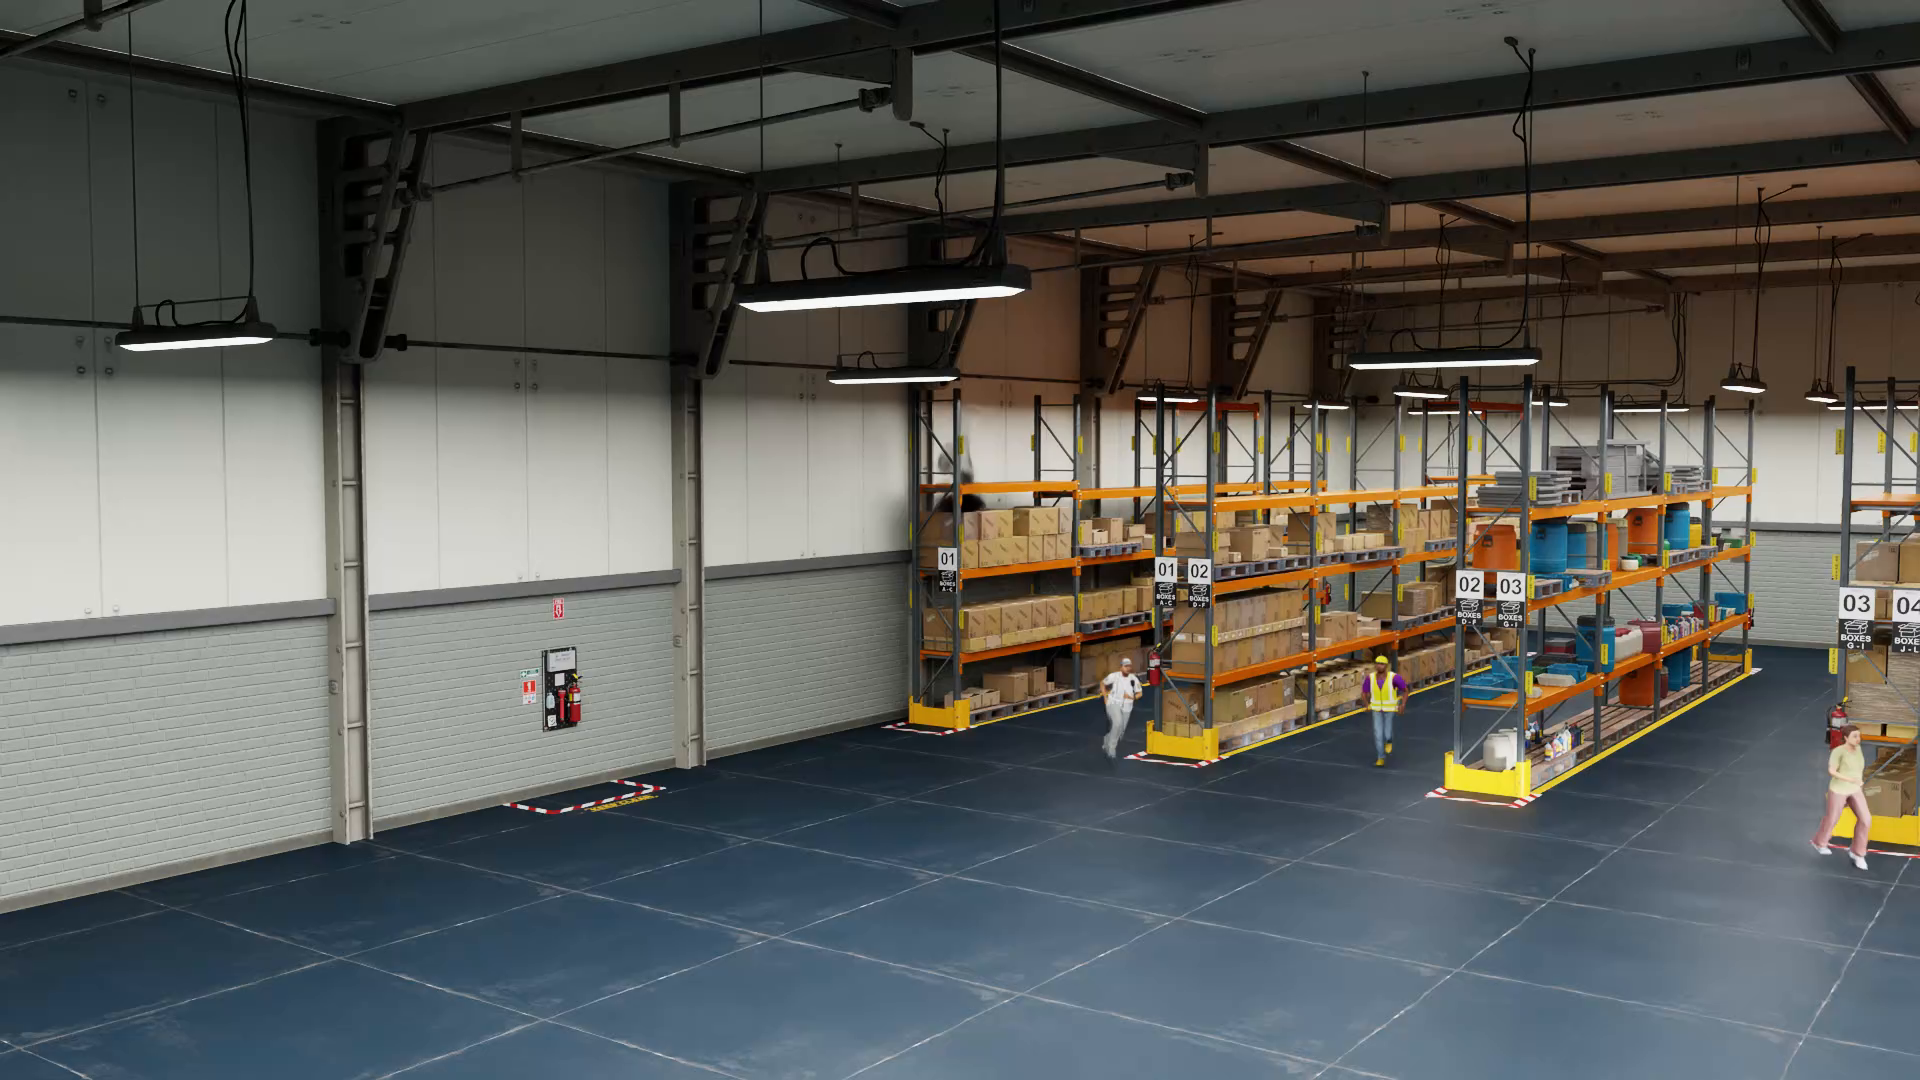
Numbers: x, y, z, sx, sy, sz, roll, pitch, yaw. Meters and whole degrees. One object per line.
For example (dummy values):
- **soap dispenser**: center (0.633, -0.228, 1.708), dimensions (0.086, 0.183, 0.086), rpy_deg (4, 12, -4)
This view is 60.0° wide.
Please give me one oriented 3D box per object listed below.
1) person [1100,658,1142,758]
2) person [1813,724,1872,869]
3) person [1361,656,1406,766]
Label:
- **person**: center (2.513, 2.573, 25.902), dimensions (0.623, 1.487, 0.884), rpy_deg (-1, 3, -13)
- **person**: center (10.567, 3.059, 19.888), dimensions (0.521, 1.708, 0.825), rpy_deg (0, 3, -8)
- **person**: center (6.630, 2.659, 26.026), dimensions (0.683, 1.728, 0.572), rpy_deg (1, 4, 24)
